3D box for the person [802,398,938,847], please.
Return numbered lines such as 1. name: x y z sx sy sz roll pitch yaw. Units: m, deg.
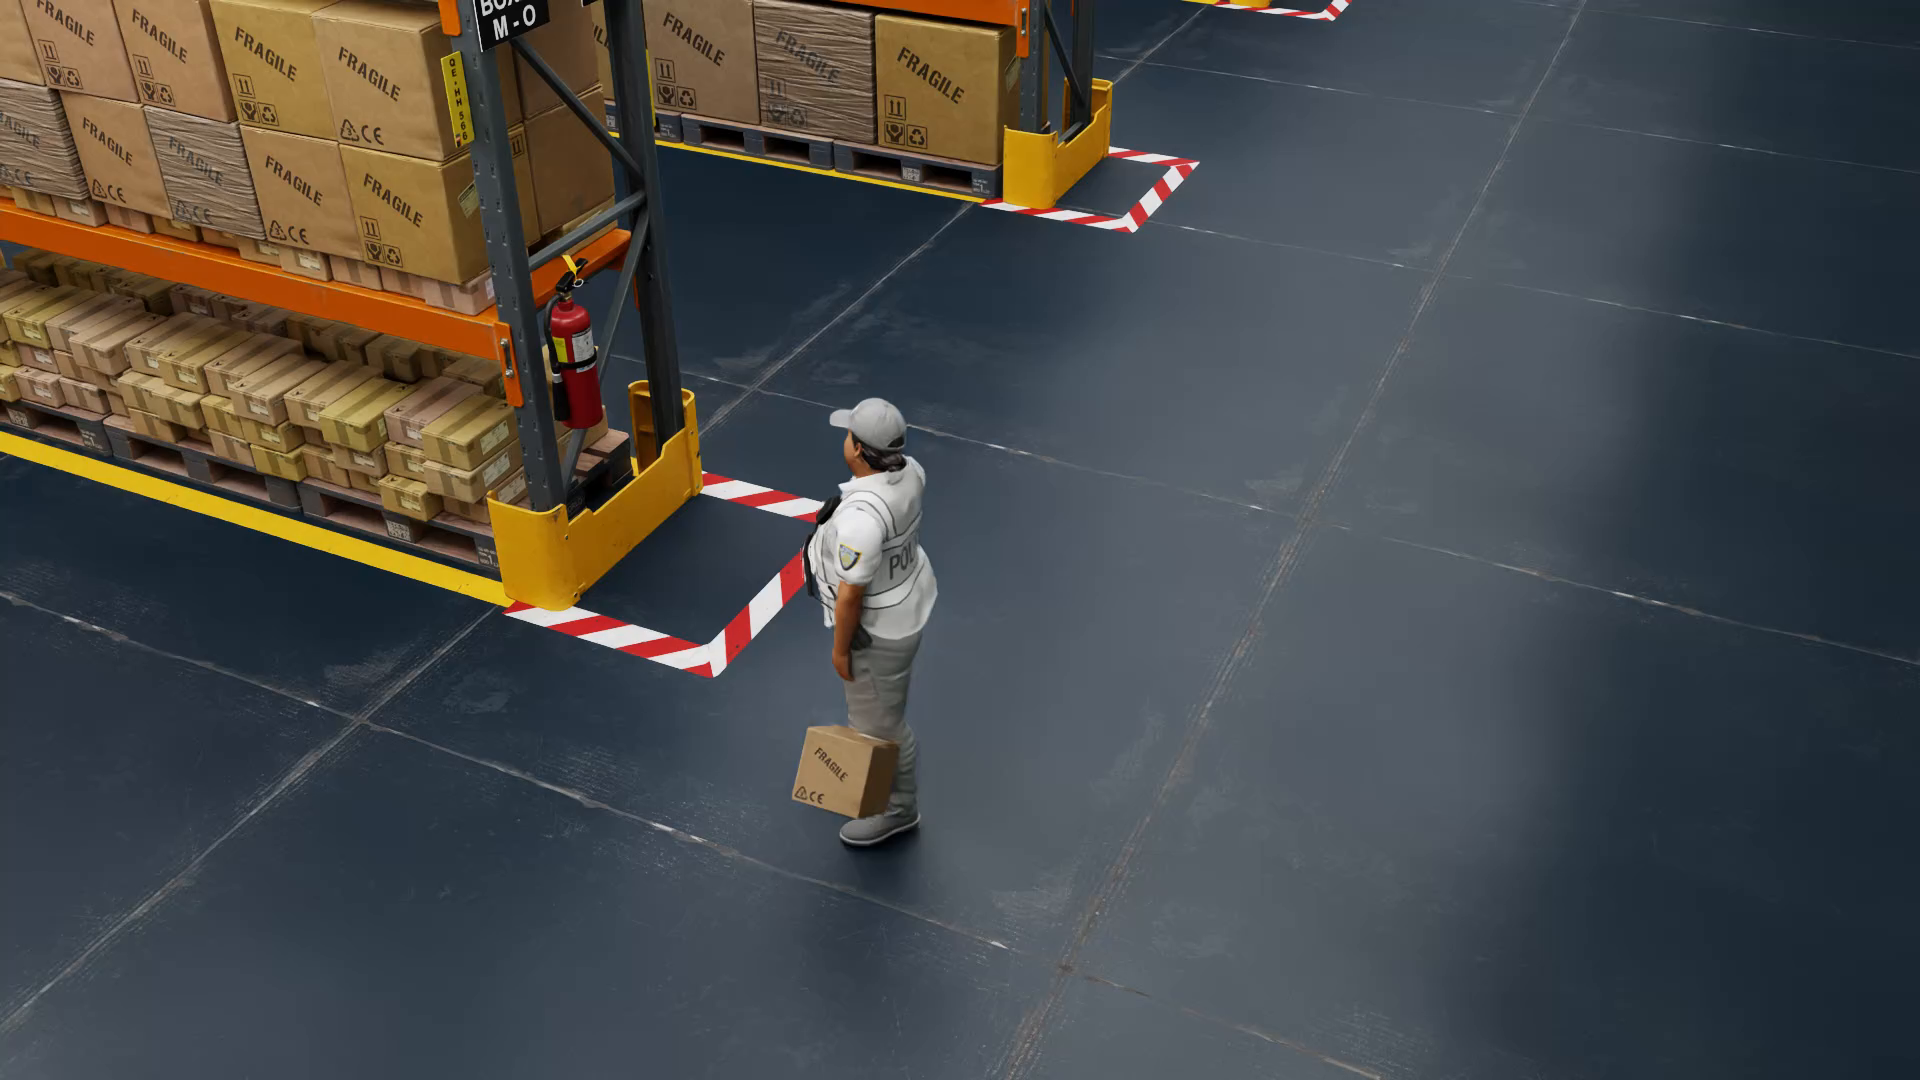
1. person: -0.356 0.266 5.710 0.534 1.670 0.520 7 35 11
